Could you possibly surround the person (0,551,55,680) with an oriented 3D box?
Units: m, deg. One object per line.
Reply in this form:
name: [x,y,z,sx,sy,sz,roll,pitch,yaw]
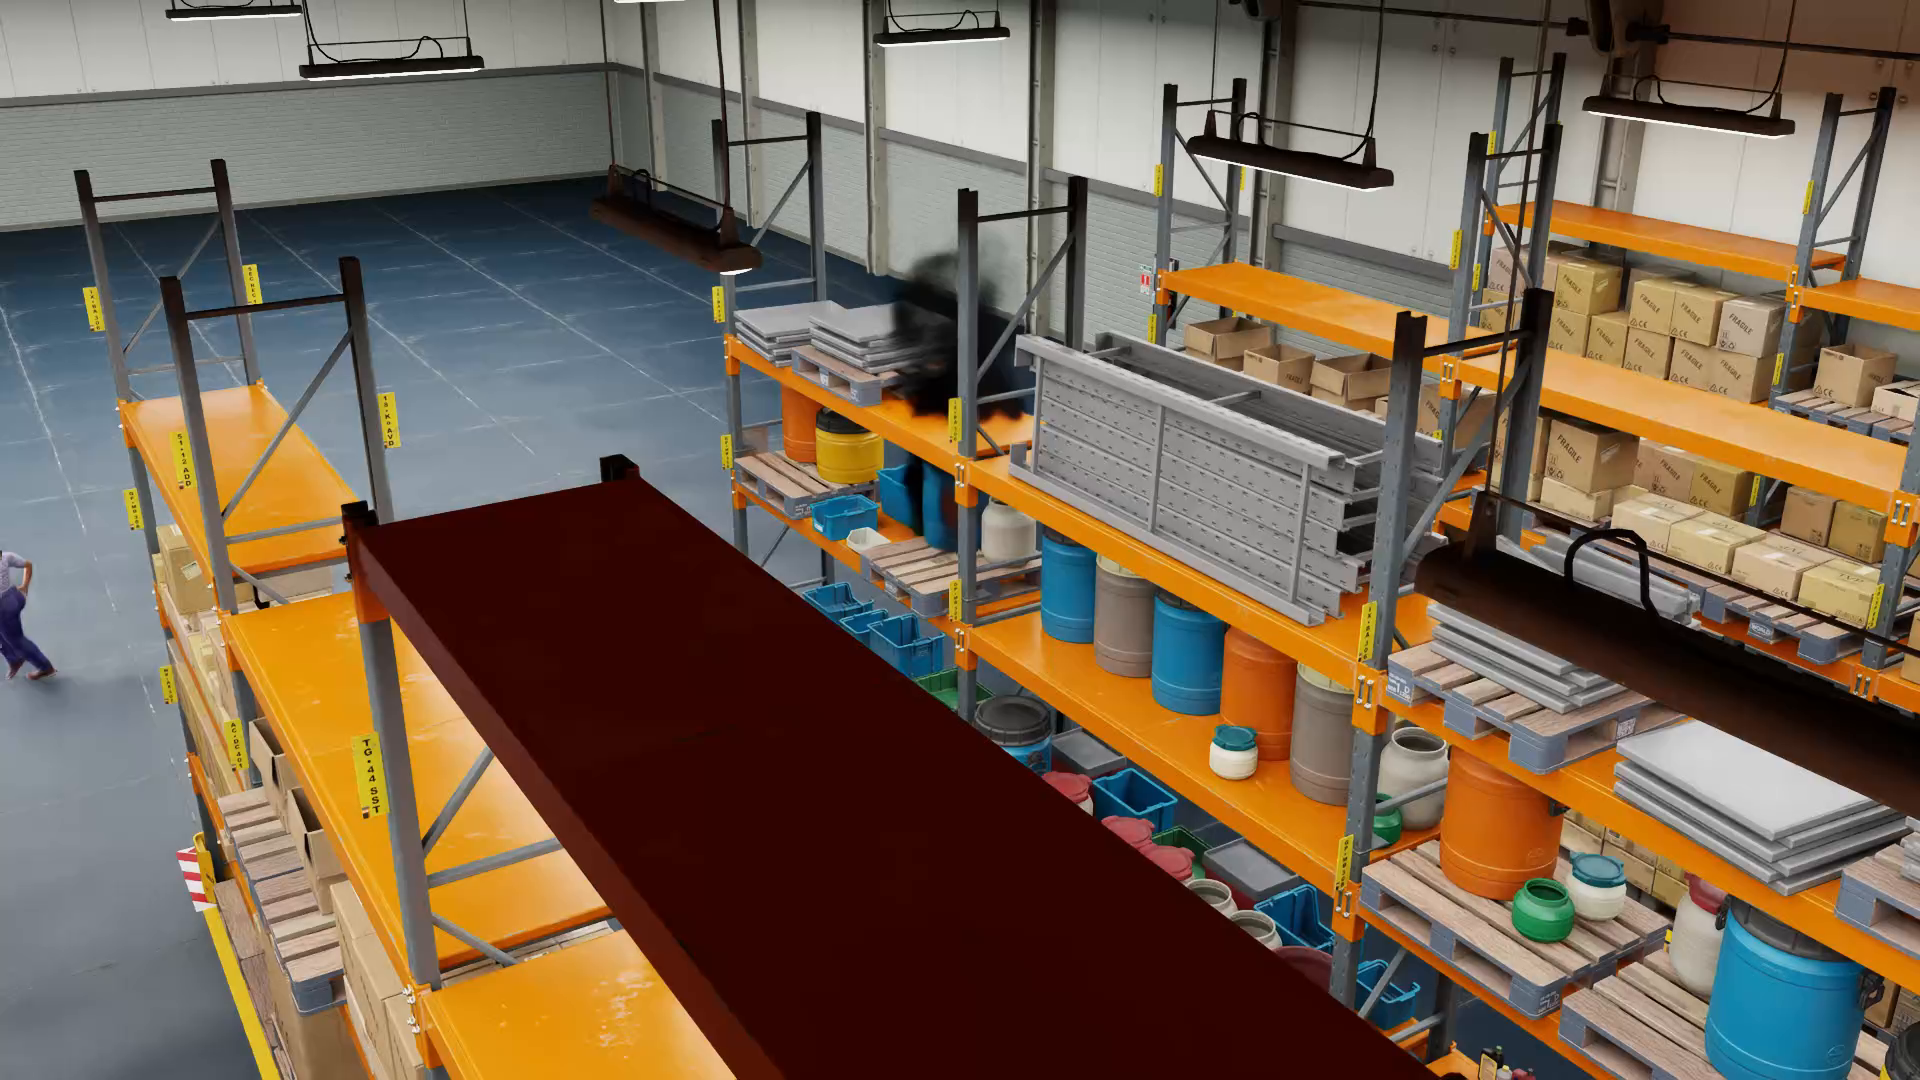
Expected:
person: [-9.996,0.738,17.393,0.796,1.675,0.570,-2,22,-5]
